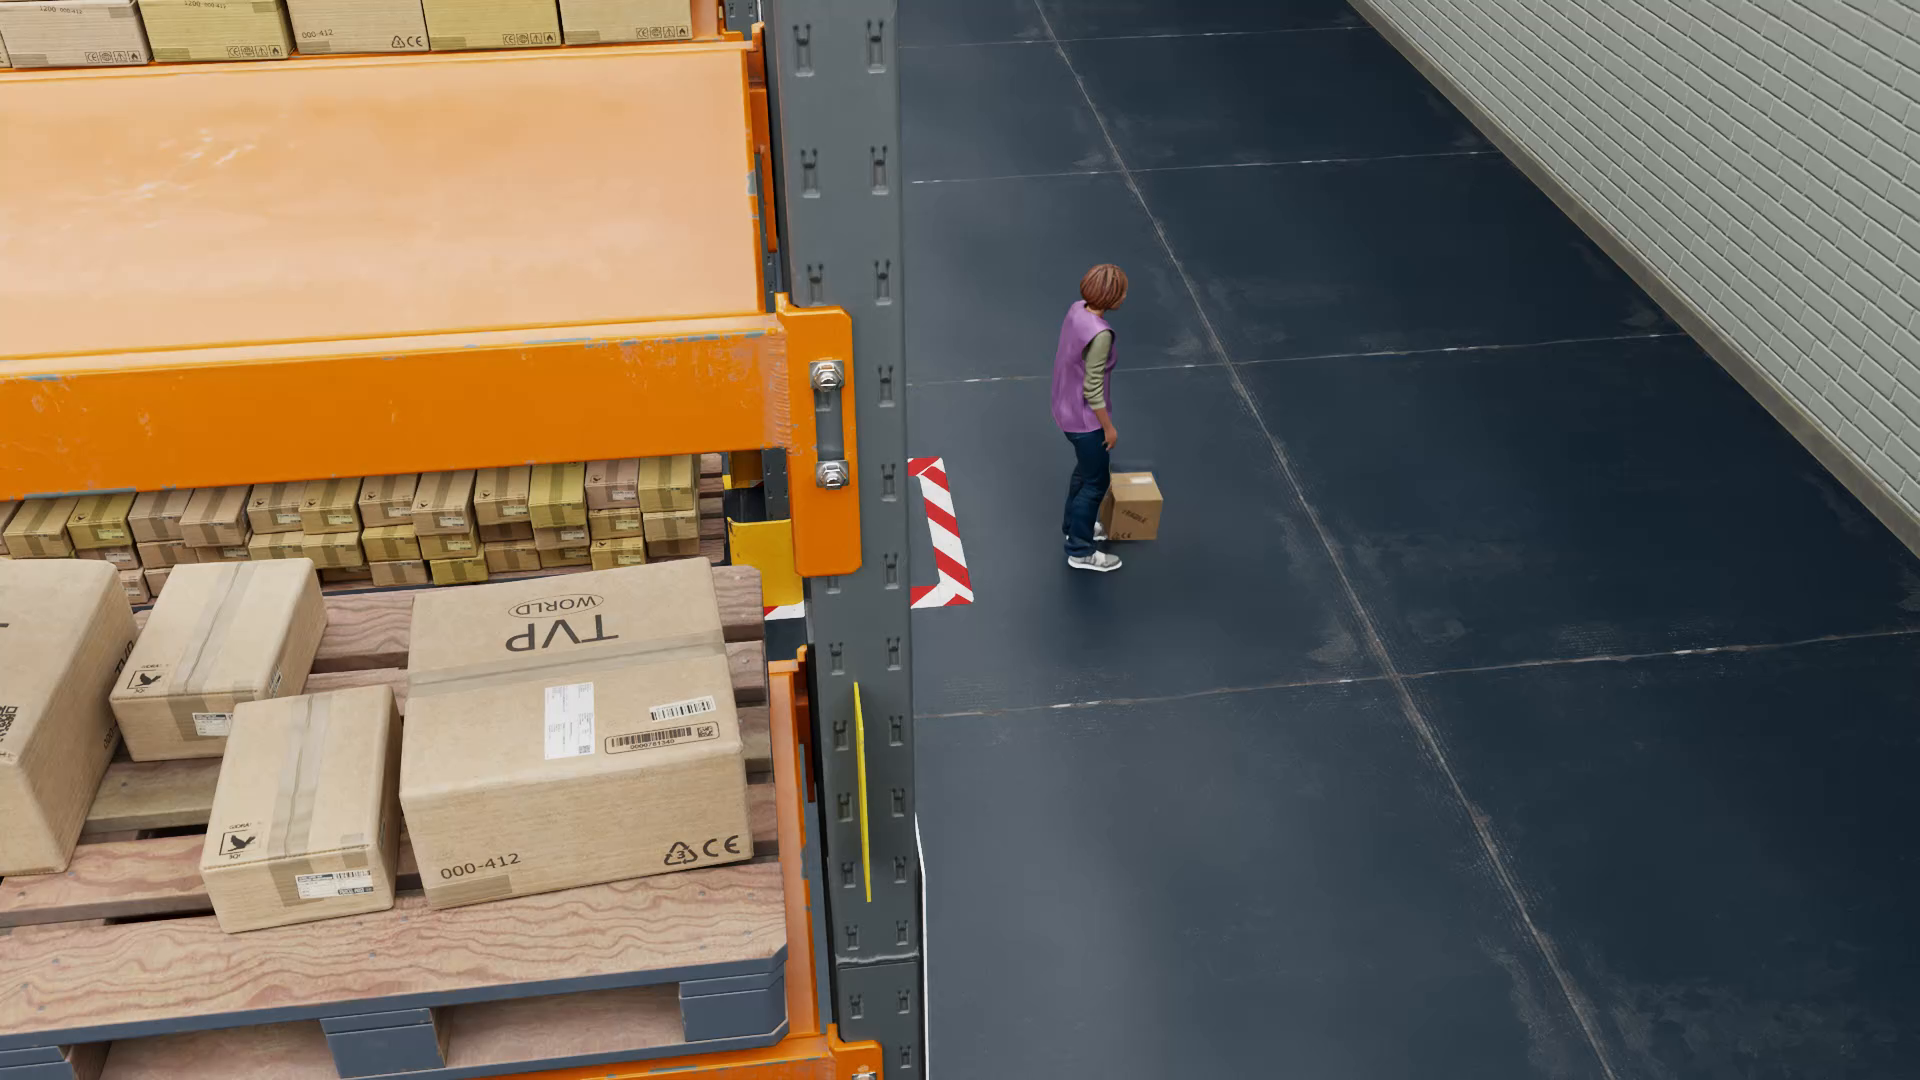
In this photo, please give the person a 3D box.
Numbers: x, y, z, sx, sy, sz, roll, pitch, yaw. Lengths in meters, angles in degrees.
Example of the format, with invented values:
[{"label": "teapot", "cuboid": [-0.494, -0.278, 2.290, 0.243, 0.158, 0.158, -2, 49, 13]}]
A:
[{"label": "person", "cuboid": [0.643, -0.608, 8.137, 0.374, 1.595, 0.458, -5, 36, -8]}]
